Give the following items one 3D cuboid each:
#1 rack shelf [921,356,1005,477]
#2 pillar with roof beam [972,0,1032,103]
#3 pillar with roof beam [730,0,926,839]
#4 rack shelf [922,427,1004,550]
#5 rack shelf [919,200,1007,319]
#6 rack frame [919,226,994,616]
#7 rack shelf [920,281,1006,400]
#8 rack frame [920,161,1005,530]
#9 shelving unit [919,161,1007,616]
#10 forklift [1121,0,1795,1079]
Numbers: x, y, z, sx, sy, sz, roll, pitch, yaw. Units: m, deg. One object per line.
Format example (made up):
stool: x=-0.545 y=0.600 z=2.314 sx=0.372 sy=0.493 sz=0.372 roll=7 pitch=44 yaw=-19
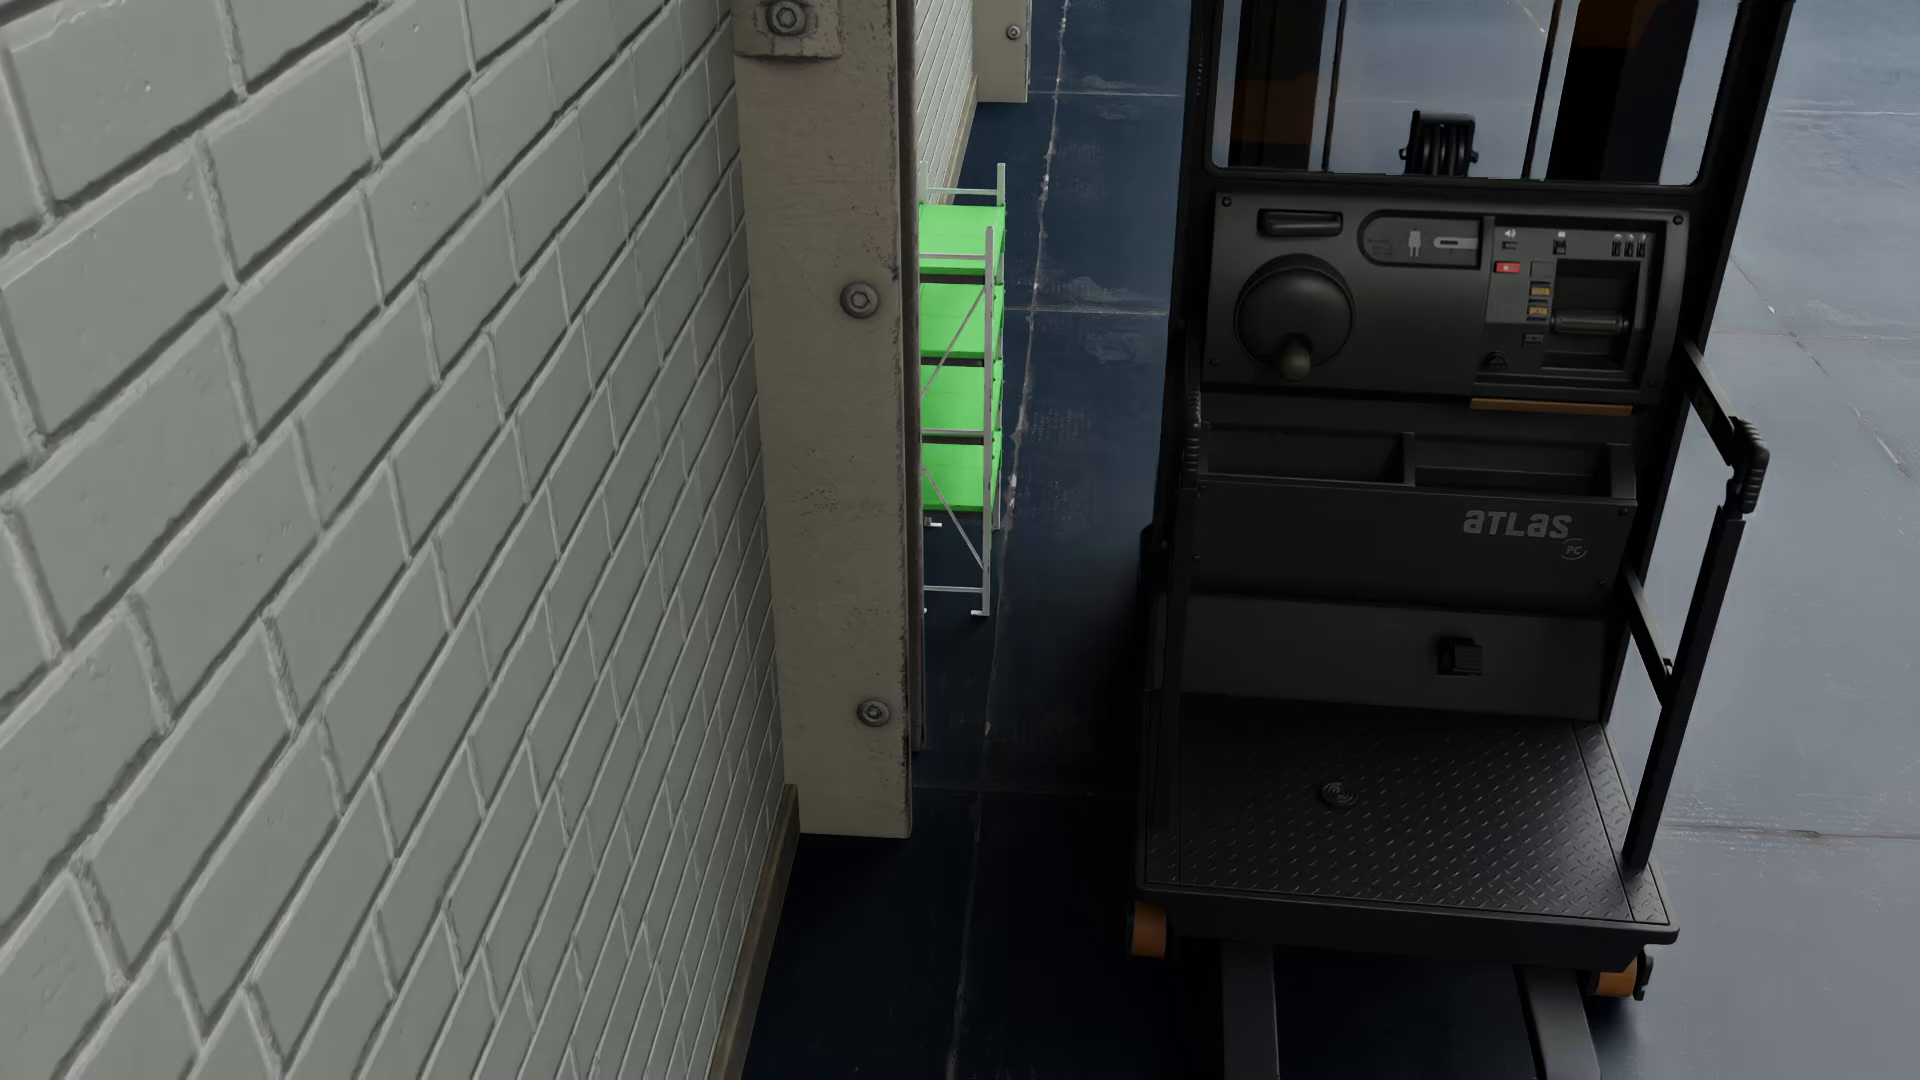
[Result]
rack shelf: x=-0.013 y=-0.370 z=4.828 sx=0.258 sy=0.148 sz=0.480 roll=2 pitch=32 yaw=4
pillar with roof beam: x=4.519 y=-6.165 z=6.677 sx=9.100 sy=9.000 sz=0.400 roll=2 pitch=32 yaw=4
pillar with roof beam: x=4.031 y=-3.028 z=1.586 sx=9.100 sy=9.000 sz=0.400 roll=2 pitch=32 yaw=4
rack shelf: x=-0.013 y=-0.166 z=4.954 sx=0.258 sy=0.148 sz=0.480 roll=2 pitch=32 yaw=4
rack shelf: x=-0.013 y=-0.778 z=4.576 sx=0.258 sy=0.148 sz=0.480 roll=2 pitch=32 yaw=4
rack frame: x=-0.033 y=-0.297 z=4.588 sx=0.240 sy=1.200 sz=0.015 roll=2 pitch=32 yaw=4
rack shelf: x=-0.013 y=-0.574 z=4.702 sx=0.258 sy=0.148 sz=0.480 roll=2 pitch=32 yaw=4
rack frame: x=0.006 y=-0.552 z=5.002 sx=0.240 sy=1.200 sz=0.015 roll=2 pitch=32 yaw=4
shelving unit: x=-0.013 y=-0.424 z=4.795 sx=0.258 sy=1.200 sz=0.503 roll=2 pitch=32 yaw=4
forklift: x=0.952 y=-0.444 z=3.177 sx=1.130 sy=2.935 sz=3.031 roll=4 pitch=32 yaw=6
